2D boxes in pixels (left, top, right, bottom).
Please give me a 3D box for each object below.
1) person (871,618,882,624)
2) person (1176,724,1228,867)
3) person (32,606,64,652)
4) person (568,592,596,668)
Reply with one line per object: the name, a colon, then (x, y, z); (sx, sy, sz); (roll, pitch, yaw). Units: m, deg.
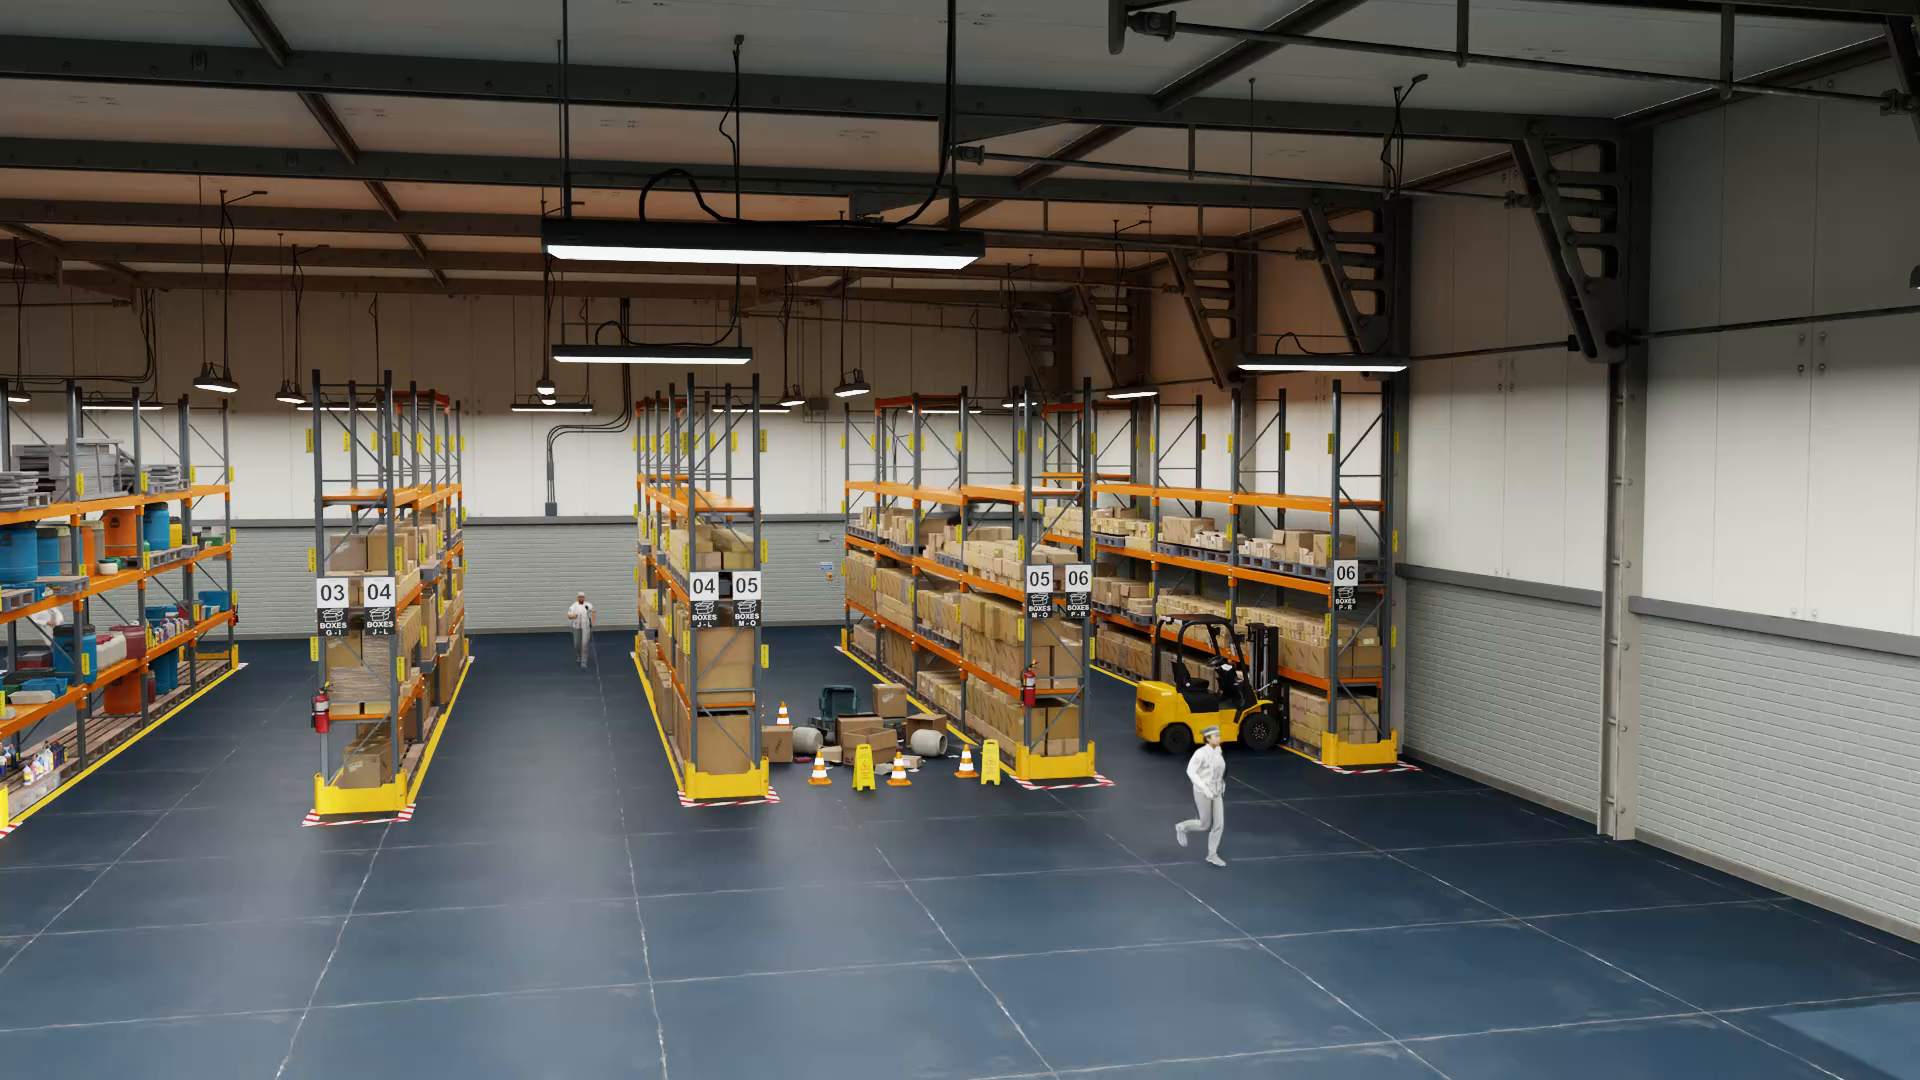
person: (-2.101, 1.681, 41.800); (1.064, 1.689, 0.792); (1, 3, 15)
person: (2.946, 3.029, 20.004); (0.751, 1.677, 0.644); (3, 5, 45)
person: (-19.920, 2.030, 36.397); (0.866, 1.734, 0.731); (2, 4, 36)
person: (-8.534, 1.990, 37.453); (0.579, 1.658, 0.938); (0, 3, -5)
